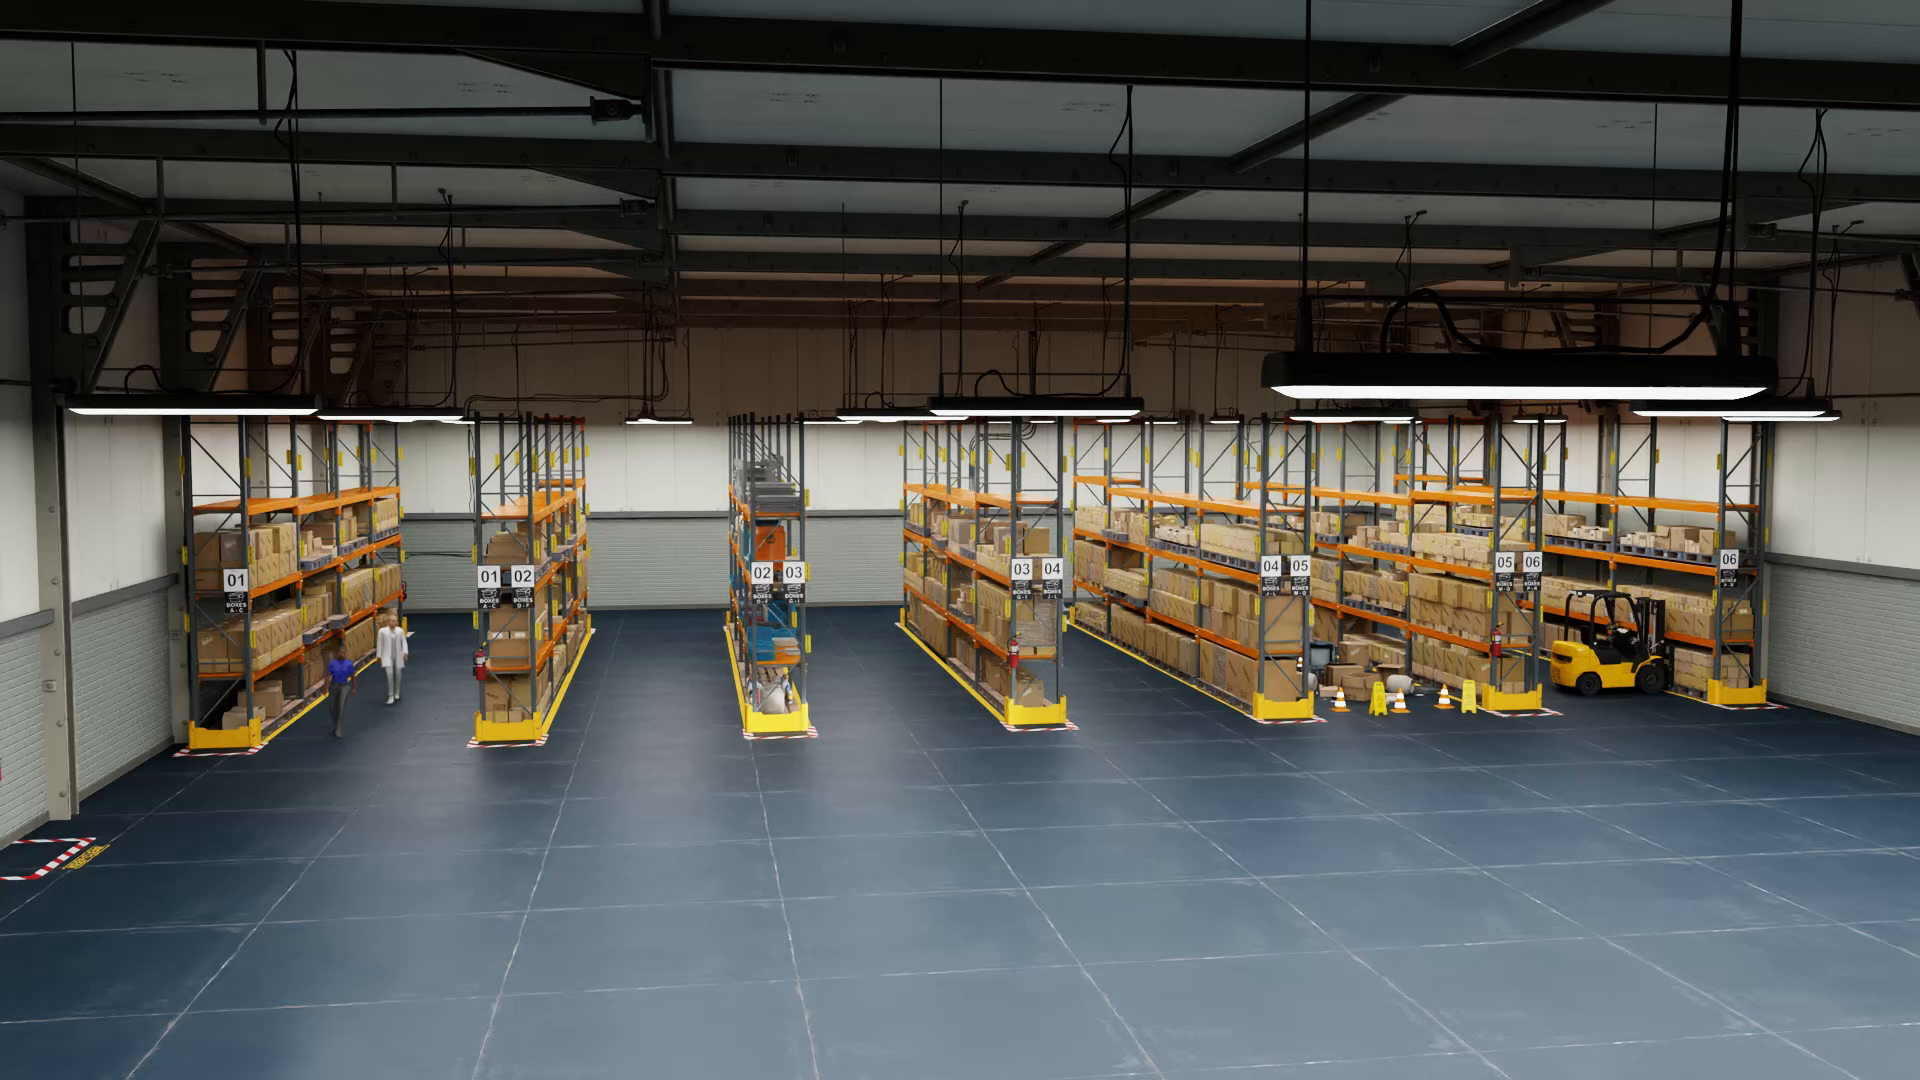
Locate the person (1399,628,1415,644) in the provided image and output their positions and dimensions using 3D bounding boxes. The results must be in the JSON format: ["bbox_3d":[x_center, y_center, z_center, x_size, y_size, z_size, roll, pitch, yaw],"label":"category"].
[{"bbox_3d":[11.489,1.982,42.458,0.626,1.729,0.723,-2,4,-25],"label":"person"}]

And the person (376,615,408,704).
[{"bbox_3d":[-11.819,2.489,34.746,0.612,1.805,0.720,-3,5,-36],"label":"person"}]

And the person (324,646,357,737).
[{"bbox_3d":[-11.588,2.807,31.105,0.538,1.650,0.785,-1,4,-13],"label":"person"}]

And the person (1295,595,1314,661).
[{"bbox_3d":[8.497,2.135,40.648,0.476,1.714,0.526,-2,4,-26],"label":"person"}]

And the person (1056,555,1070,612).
[{"bbox_3d":[3.021,1.349,51.470,0.967,1.750,0.567,2,4,24],"label":"person"}]
